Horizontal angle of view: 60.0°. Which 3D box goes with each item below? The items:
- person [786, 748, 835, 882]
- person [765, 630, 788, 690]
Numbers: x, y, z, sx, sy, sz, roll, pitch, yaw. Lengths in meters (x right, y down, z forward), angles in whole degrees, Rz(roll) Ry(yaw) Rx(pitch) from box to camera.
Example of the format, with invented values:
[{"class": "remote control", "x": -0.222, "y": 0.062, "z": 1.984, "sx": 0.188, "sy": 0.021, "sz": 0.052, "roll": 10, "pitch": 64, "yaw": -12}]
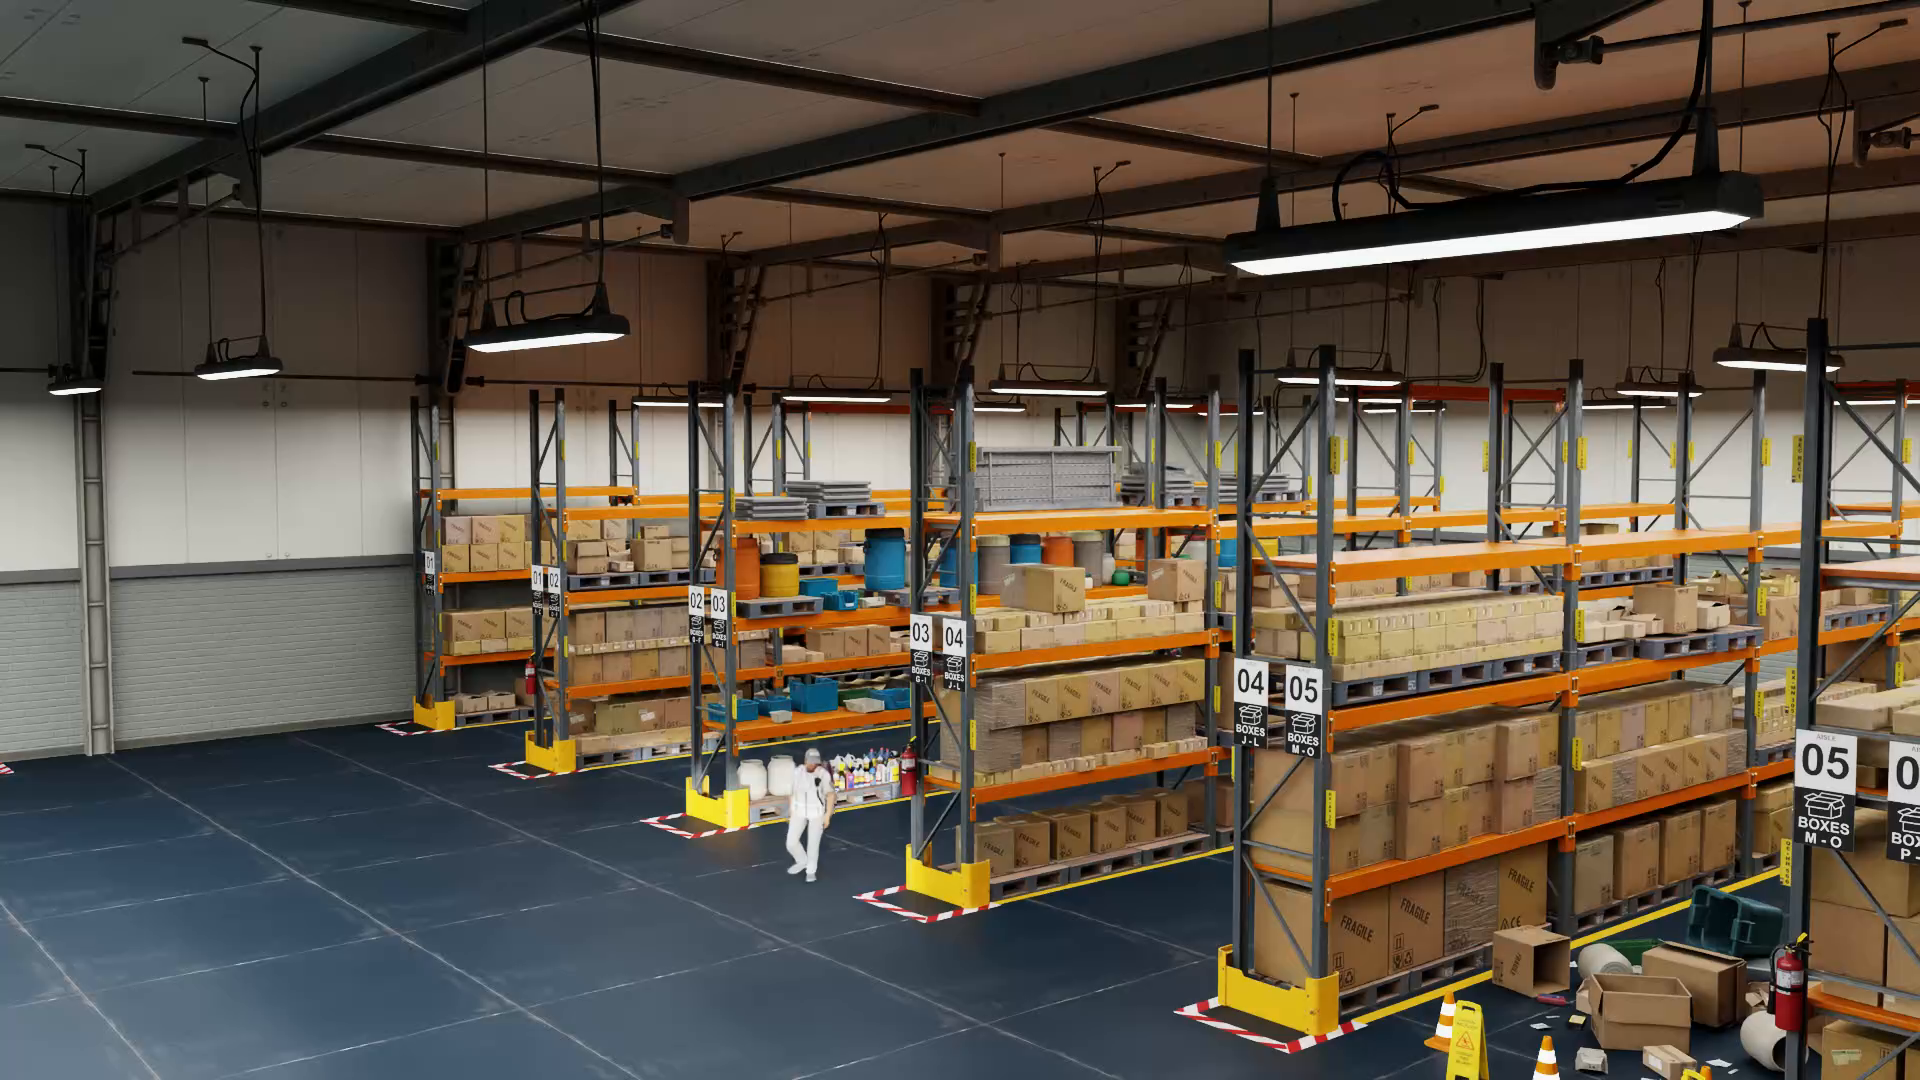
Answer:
[{"class": "person", "x": -1.753, "y": 3.215, "z": 19.449, "sx": 0.613, "sy": 1.627, "sz": 0.600, "roll": 0, "pitch": 3, "yaw": 5}, {"class": "person", "x": -3.588, "y": 2.520, "z": 32.405, "sx": 0.560, "sy": 1.560, "sz": 0.792, "roll": 0, "pitch": 3, "yaw": 8}]
